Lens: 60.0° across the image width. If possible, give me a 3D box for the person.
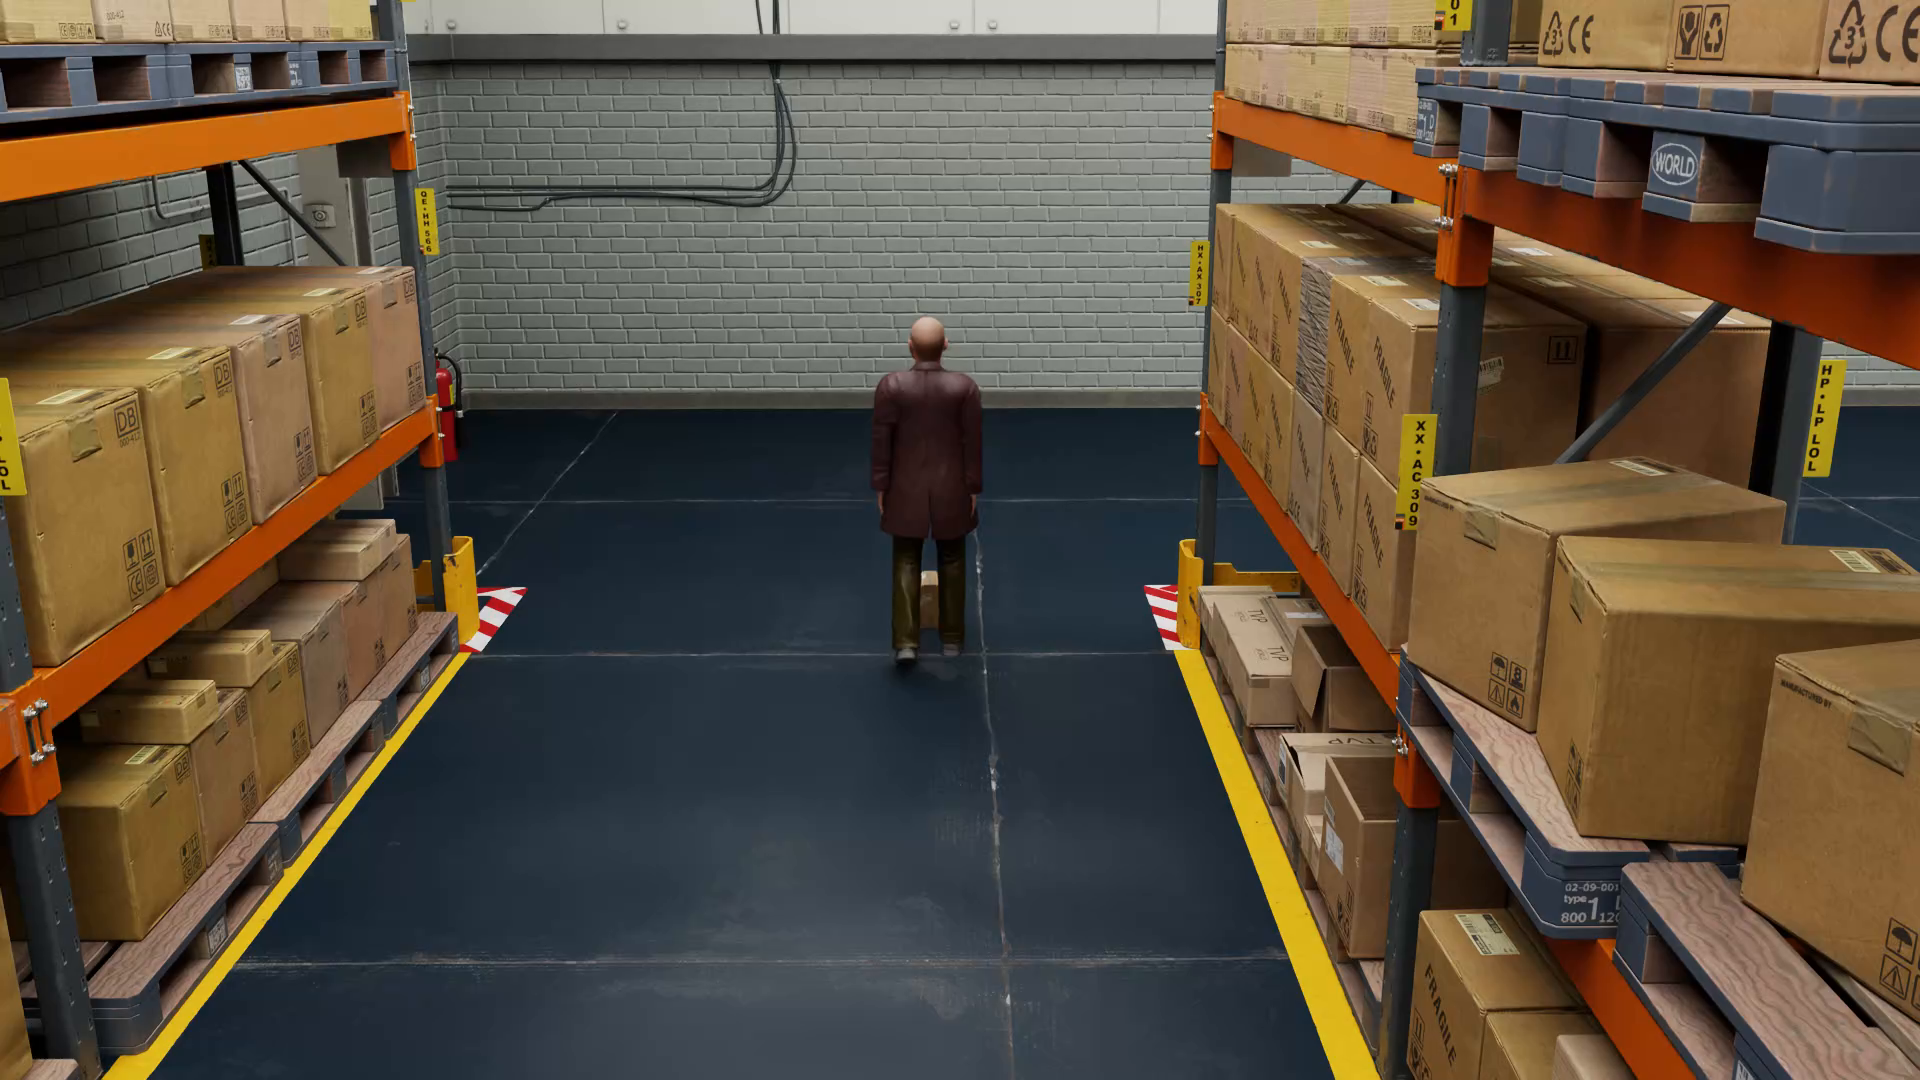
[{"bbox_3d":[-0.169,-0.210,8.430,0.574,1.864,0.602,0,17,0],"label":"person"}]
